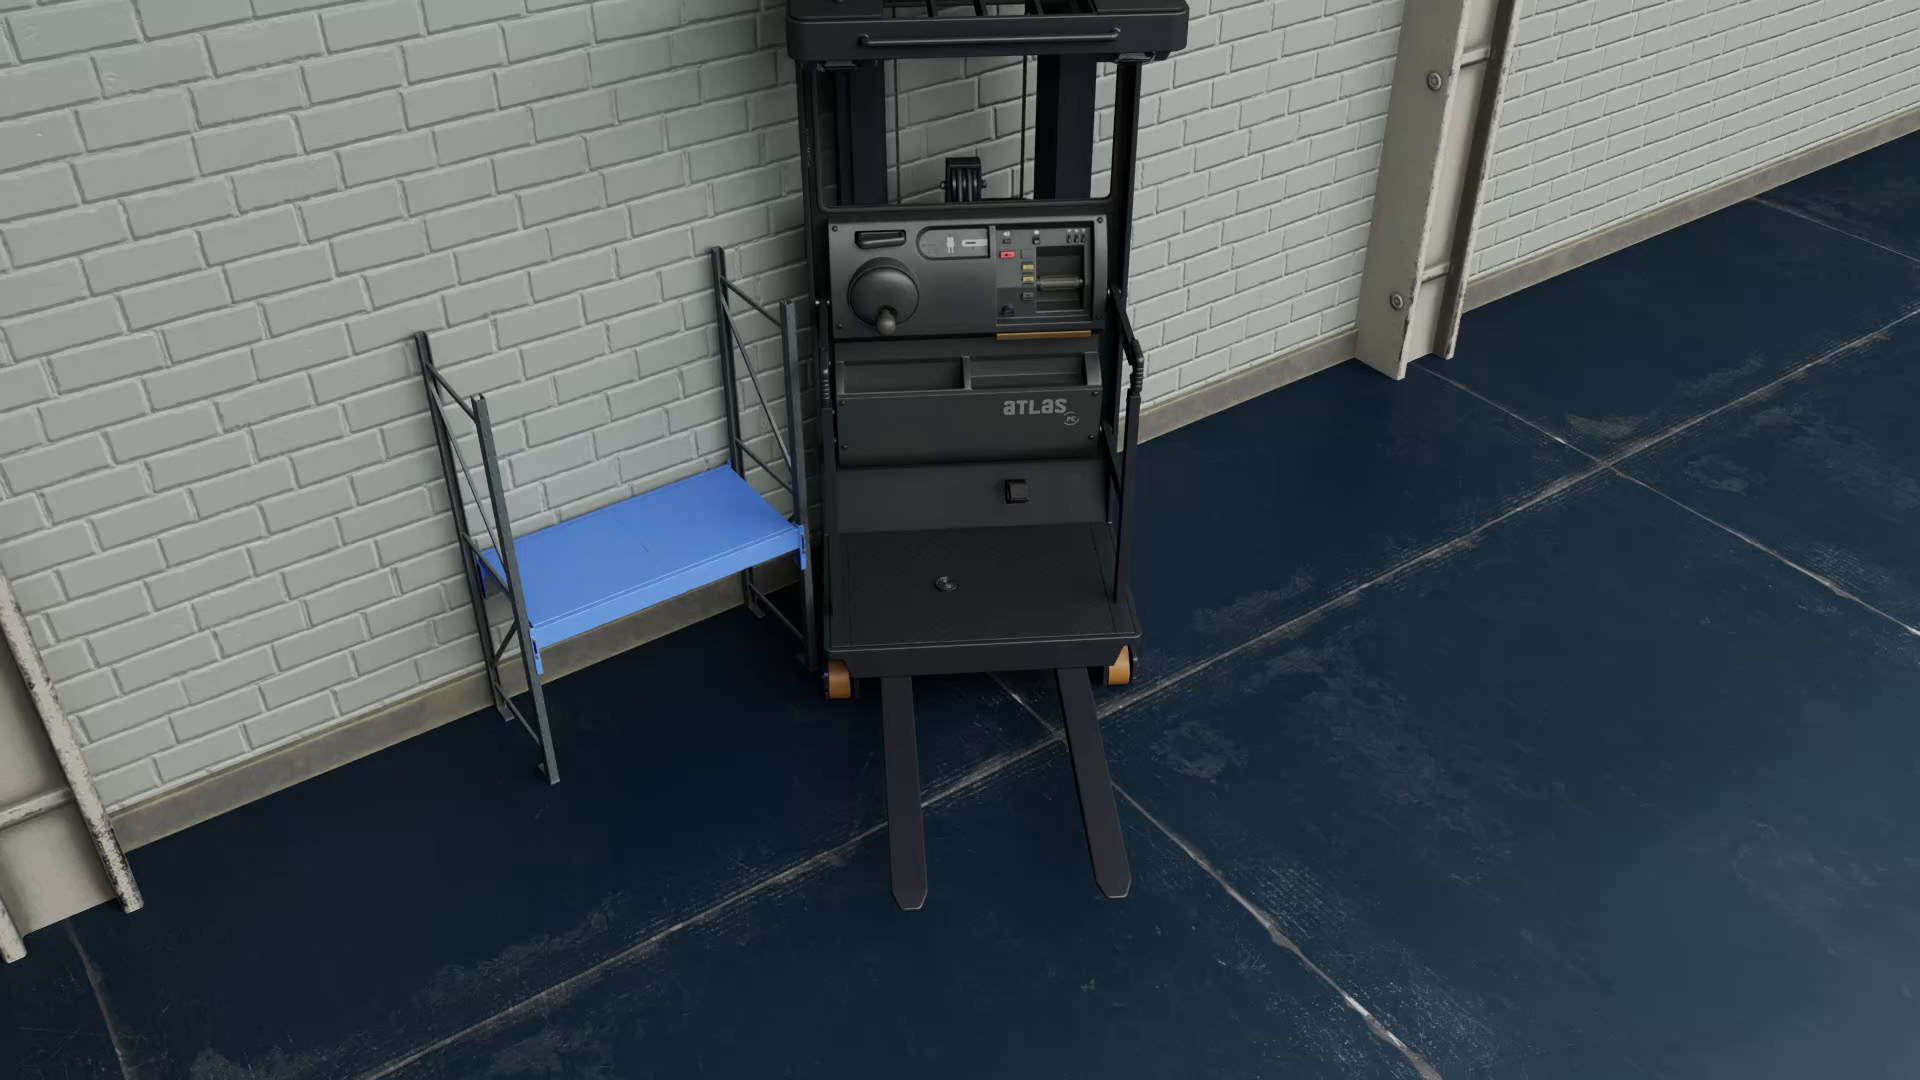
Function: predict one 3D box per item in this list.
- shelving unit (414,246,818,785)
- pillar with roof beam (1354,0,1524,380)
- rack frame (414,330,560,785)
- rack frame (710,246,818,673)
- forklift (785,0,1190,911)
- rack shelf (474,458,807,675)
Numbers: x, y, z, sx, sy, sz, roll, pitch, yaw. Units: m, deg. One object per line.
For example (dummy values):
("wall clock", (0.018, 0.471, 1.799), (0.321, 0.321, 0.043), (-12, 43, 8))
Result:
("shelving unit", (-1.091, -0.077, 5.573), (1.048, 1.500, 0.538), (-22, 41, -28))
("pillar with roof beam", (4.600, -2.486, 2.499), (0.400, 9.000, 9.100), (-22, 41, -28))
("rack frame", (-1.507, 0.093, 5.336), (0.032, 1.500, 0.500), (-22, 41, -28))
("rack frame", (-0.675, -0.248, 5.810), (0.032, 1.500, 0.500), (-22, 41, -28))
("forklift", (0.047, -0.823, 5.384), (1.130, 2.935, 3.031), (-3, 36, -3))
("rack shelf", (-1.091, 0.069, 5.678), (1.000, 0.185, 0.538), (-22, 41, -28))
